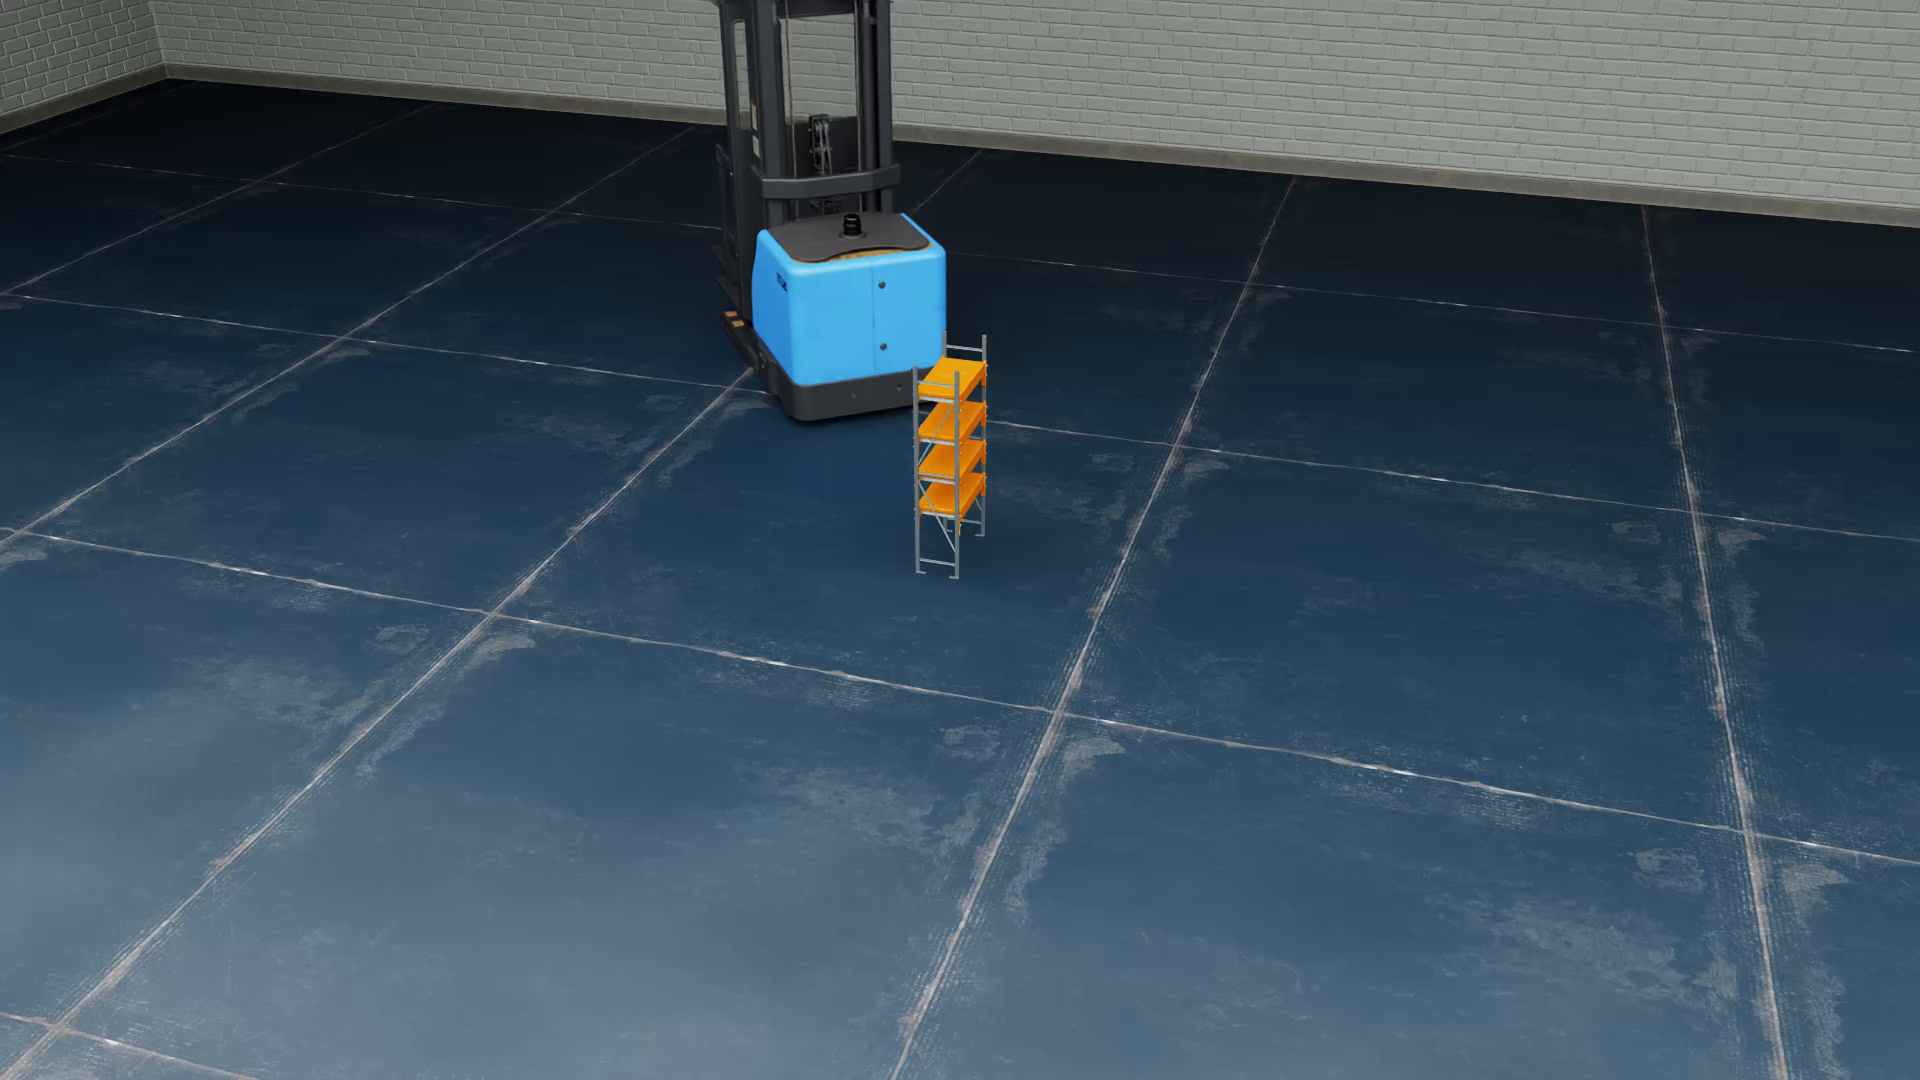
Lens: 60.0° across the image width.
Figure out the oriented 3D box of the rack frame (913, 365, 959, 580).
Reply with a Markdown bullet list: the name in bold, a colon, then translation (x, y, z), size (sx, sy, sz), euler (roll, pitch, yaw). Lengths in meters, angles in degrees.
- **rack frame**: translation (-0.120, -0.334, 8.616), size (0.240, 1.200, 0.015), euler (8, 30, 15)

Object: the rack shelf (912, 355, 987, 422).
- **rack shelf**: translation (-0.049, -0.791, 8.629), size (0.258, 0.148, 0.480), euler (8, 30, 15)

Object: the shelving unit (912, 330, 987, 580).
- **shelving unit**: translation (-0.049, -0.447, 8.820), size (0.258, 1.200, 0.503), euler (8, 30, 15)

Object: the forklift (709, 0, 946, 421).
- **forklift**: translation (-1.071, -2.728, 11.139), size (1.130, 2.935, 3.031), euler (-11, 31, -18)

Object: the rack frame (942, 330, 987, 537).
- **rack frame**: translation (0.023, -0.561, 9.024), size (0.240, 1.200, 0.015), euler (8, 30, 15)

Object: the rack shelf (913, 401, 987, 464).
- **rack shelf**: translation (-0.049, -0.584, 8.744), size (0.258, 0.148, 0.480), euler (8, 30, 15)

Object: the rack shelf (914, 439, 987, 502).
- **rack shelf**: translation (-0.049, -0.389, 8.853), size (0.258, 0.148, 0.480), euler (8, 30, 15)

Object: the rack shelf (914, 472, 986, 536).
- **rack shelf**: translation (-0.049, -0.215, 8.949), size (0.258, 0.148, 0.480), euler (8, 30, 15)
